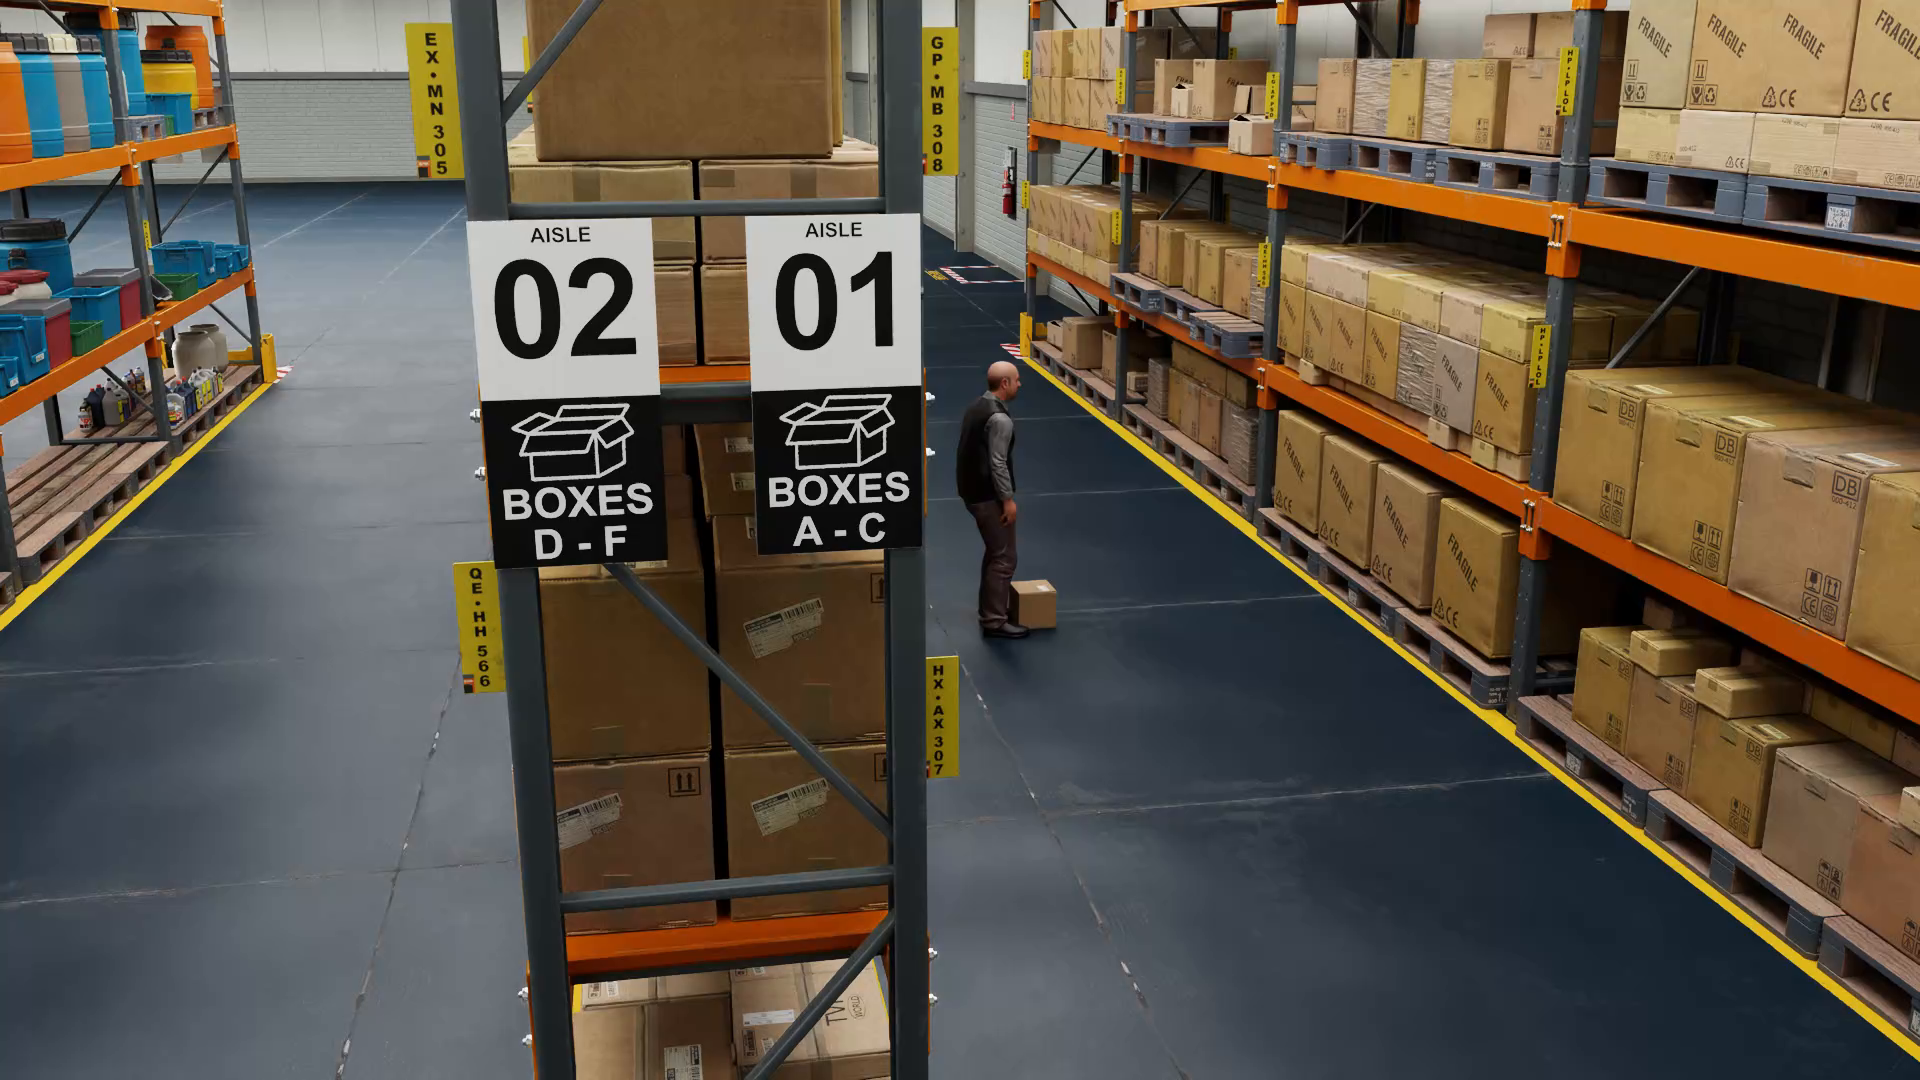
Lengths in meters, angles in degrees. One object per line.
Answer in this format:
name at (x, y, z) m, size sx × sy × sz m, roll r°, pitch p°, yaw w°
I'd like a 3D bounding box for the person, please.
person at (0.219, -0.271, 10.511) m, size 0.475 × 1.720 × 0.586 m, roll -4°, pitch 17°, yaw -14°
